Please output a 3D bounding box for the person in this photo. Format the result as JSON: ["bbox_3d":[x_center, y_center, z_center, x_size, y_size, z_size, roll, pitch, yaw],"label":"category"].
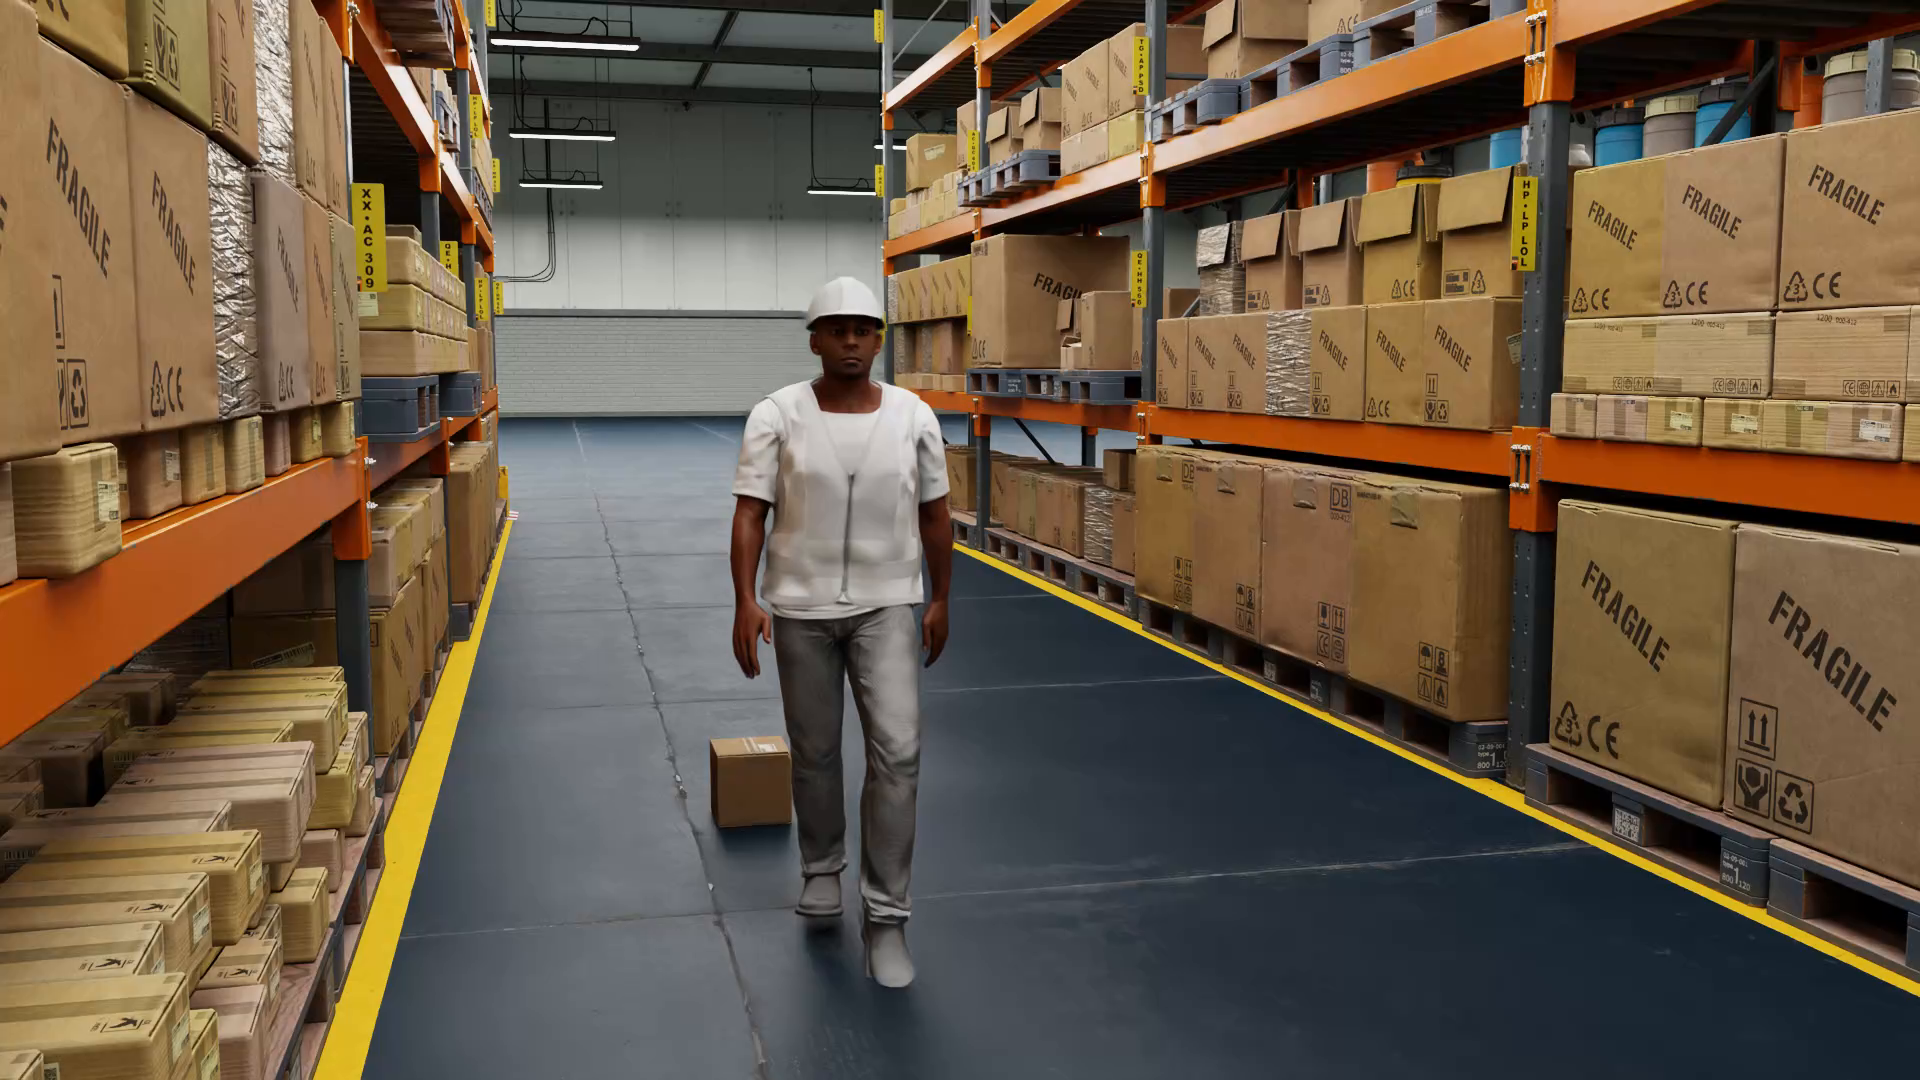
[{"bbox_3d":[-0.302,0.221,4.393,0.601,1.819,0.701,-1,6,-6],"label":"person"}]
